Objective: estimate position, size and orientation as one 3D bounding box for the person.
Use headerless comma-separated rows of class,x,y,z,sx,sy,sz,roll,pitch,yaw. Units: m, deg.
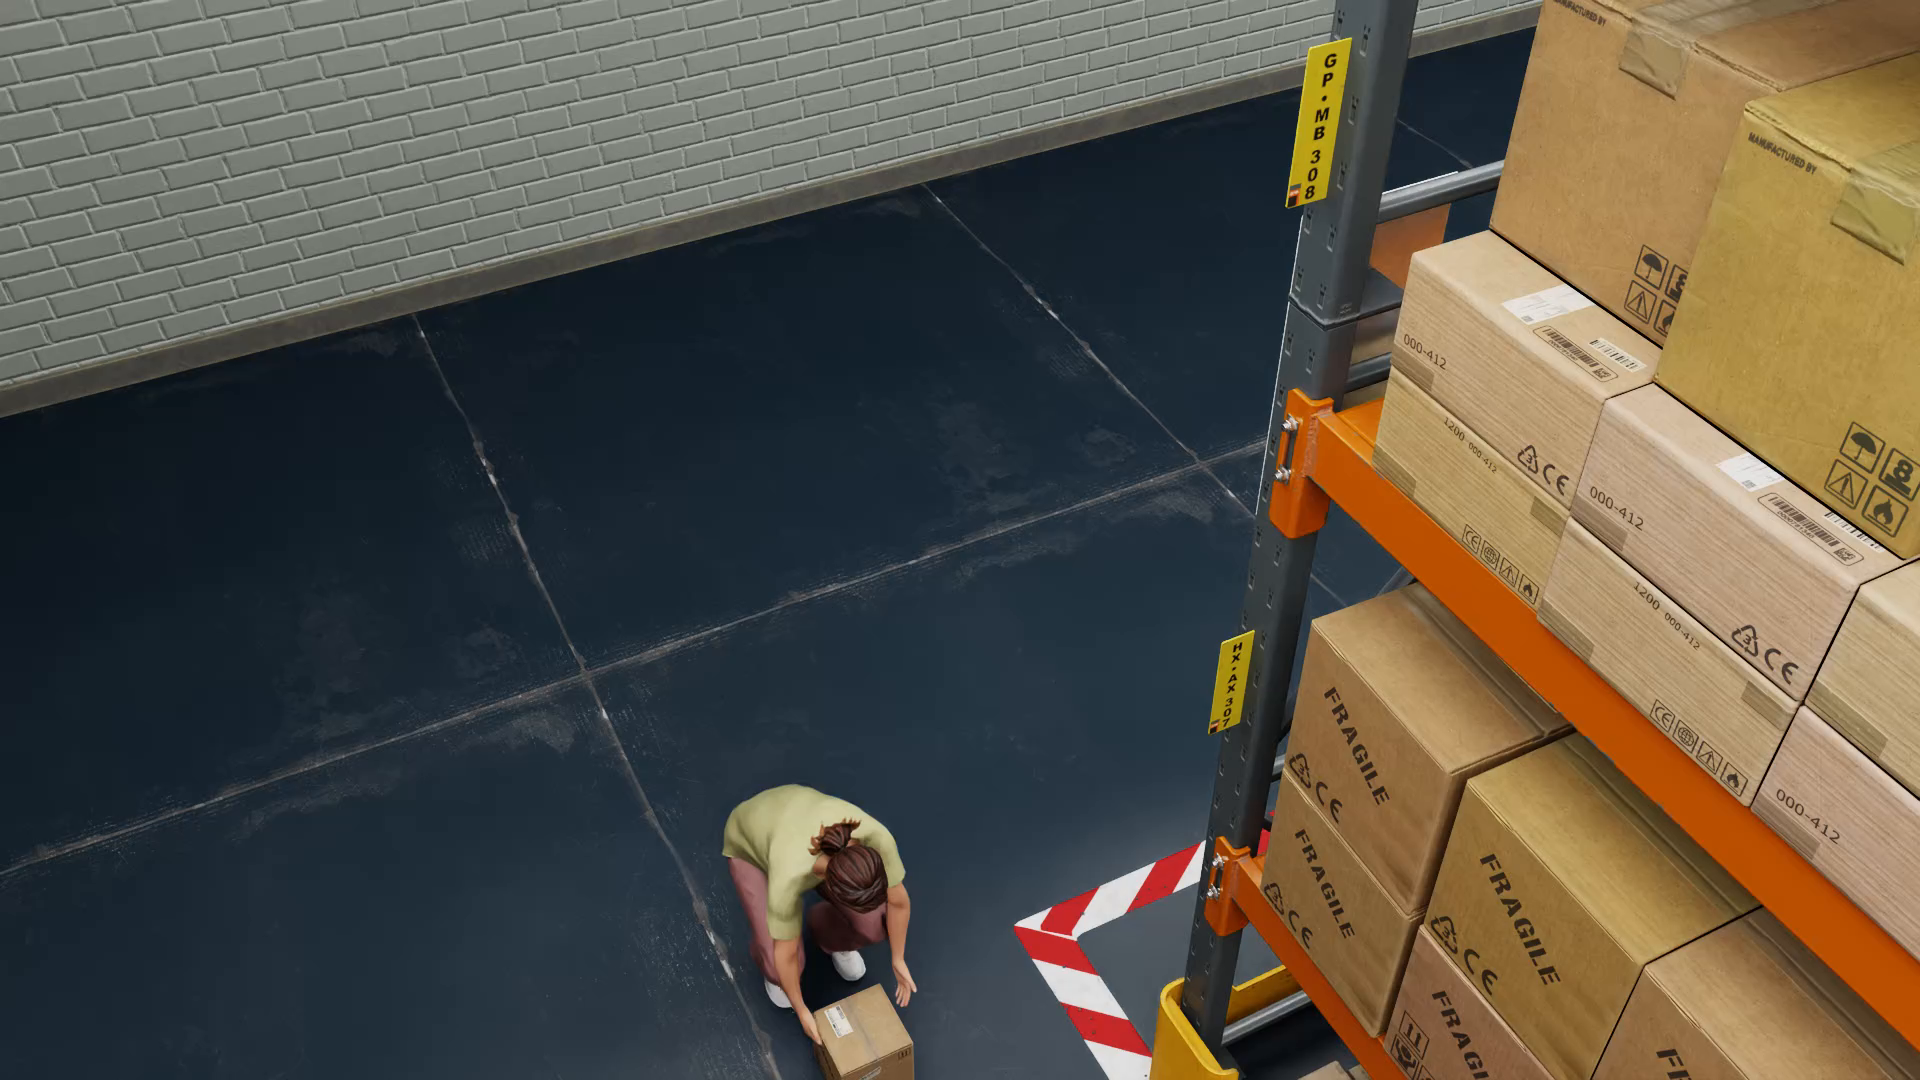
person,-0.455,1.142,5.379,0.494,0.998,0.782,-19,45,-20
